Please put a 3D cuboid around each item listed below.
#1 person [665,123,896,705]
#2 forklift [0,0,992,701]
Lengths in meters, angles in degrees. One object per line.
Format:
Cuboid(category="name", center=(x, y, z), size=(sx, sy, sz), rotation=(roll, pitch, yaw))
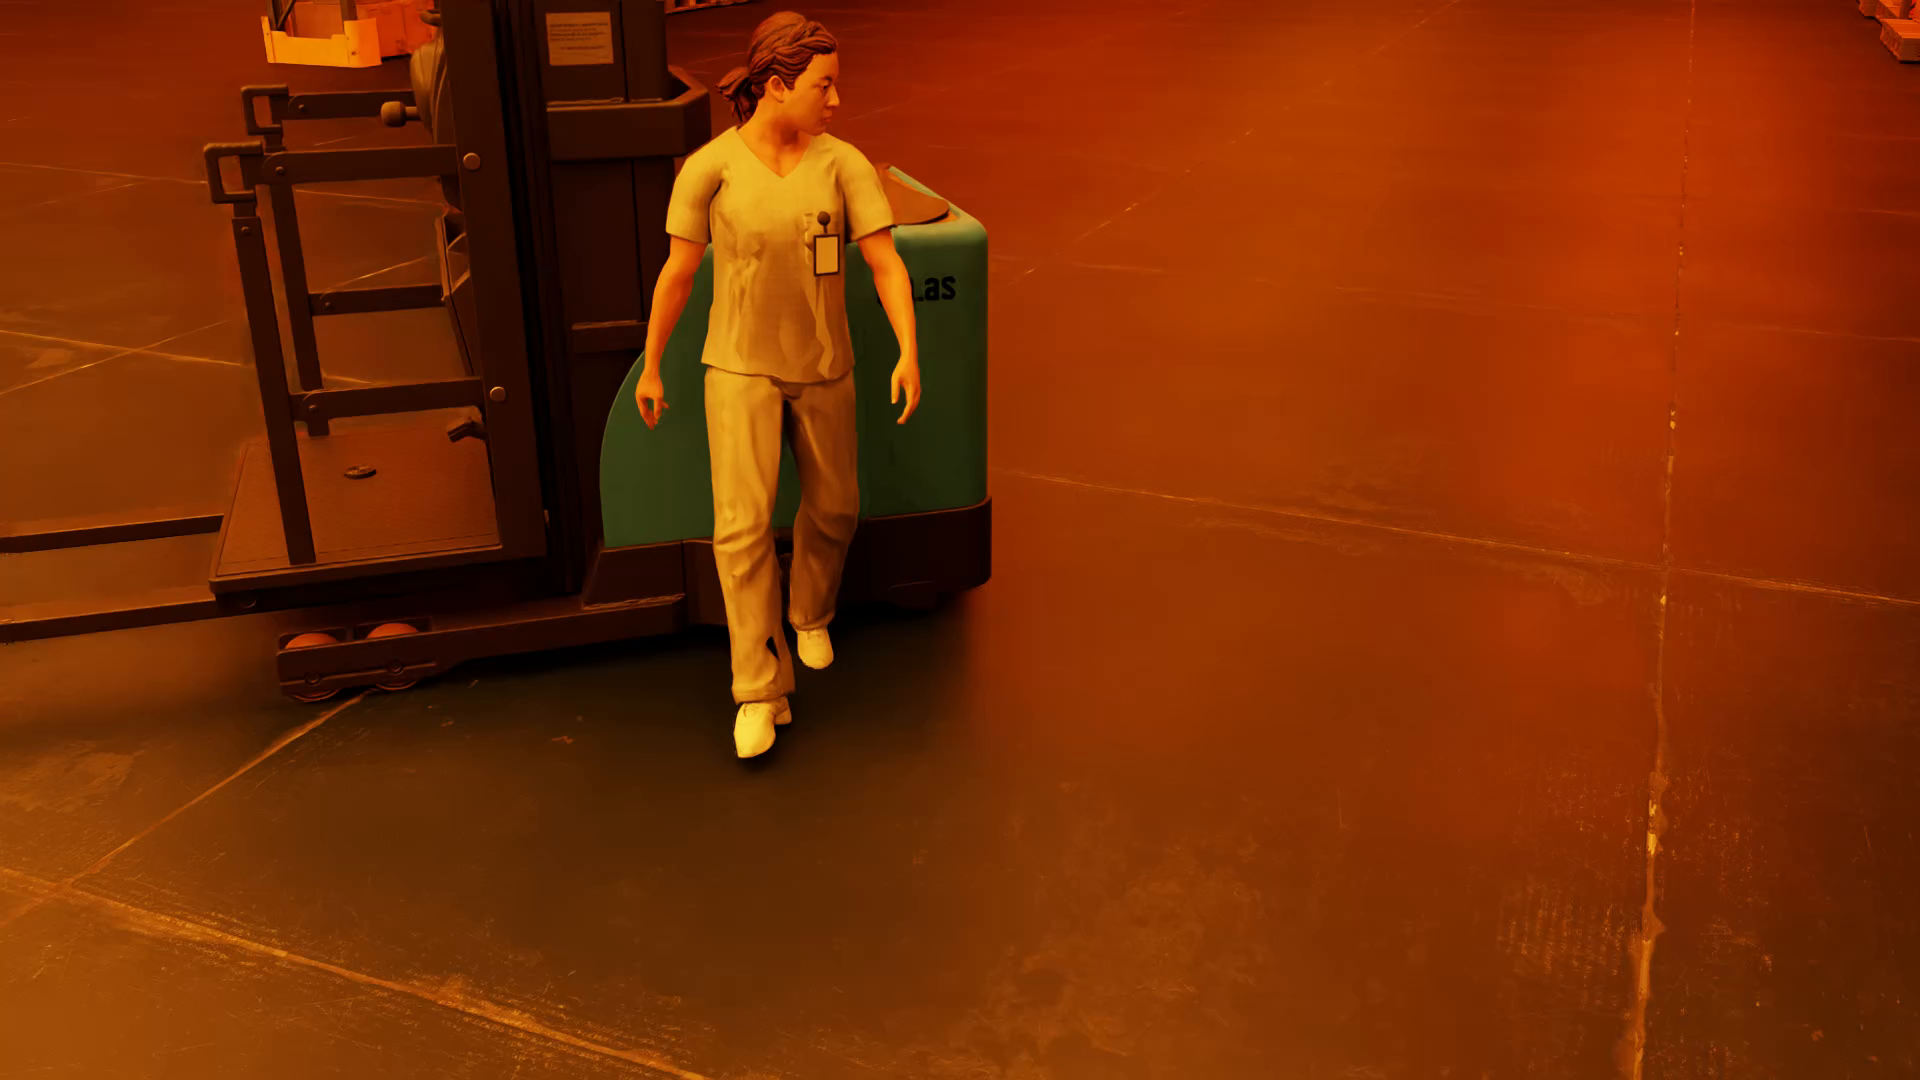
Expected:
Cuboid(category="person", center=(-0.406, -0.309, 3.977), size=(0.517, 1.340, 0.647), rotation=(-7, 24, -17))
Cuboid(category="forklift", center=(-1.488, -1.179, 4.114), size=(3.031, 2.935, 1.130), rotation=(-7, 24, -16))
